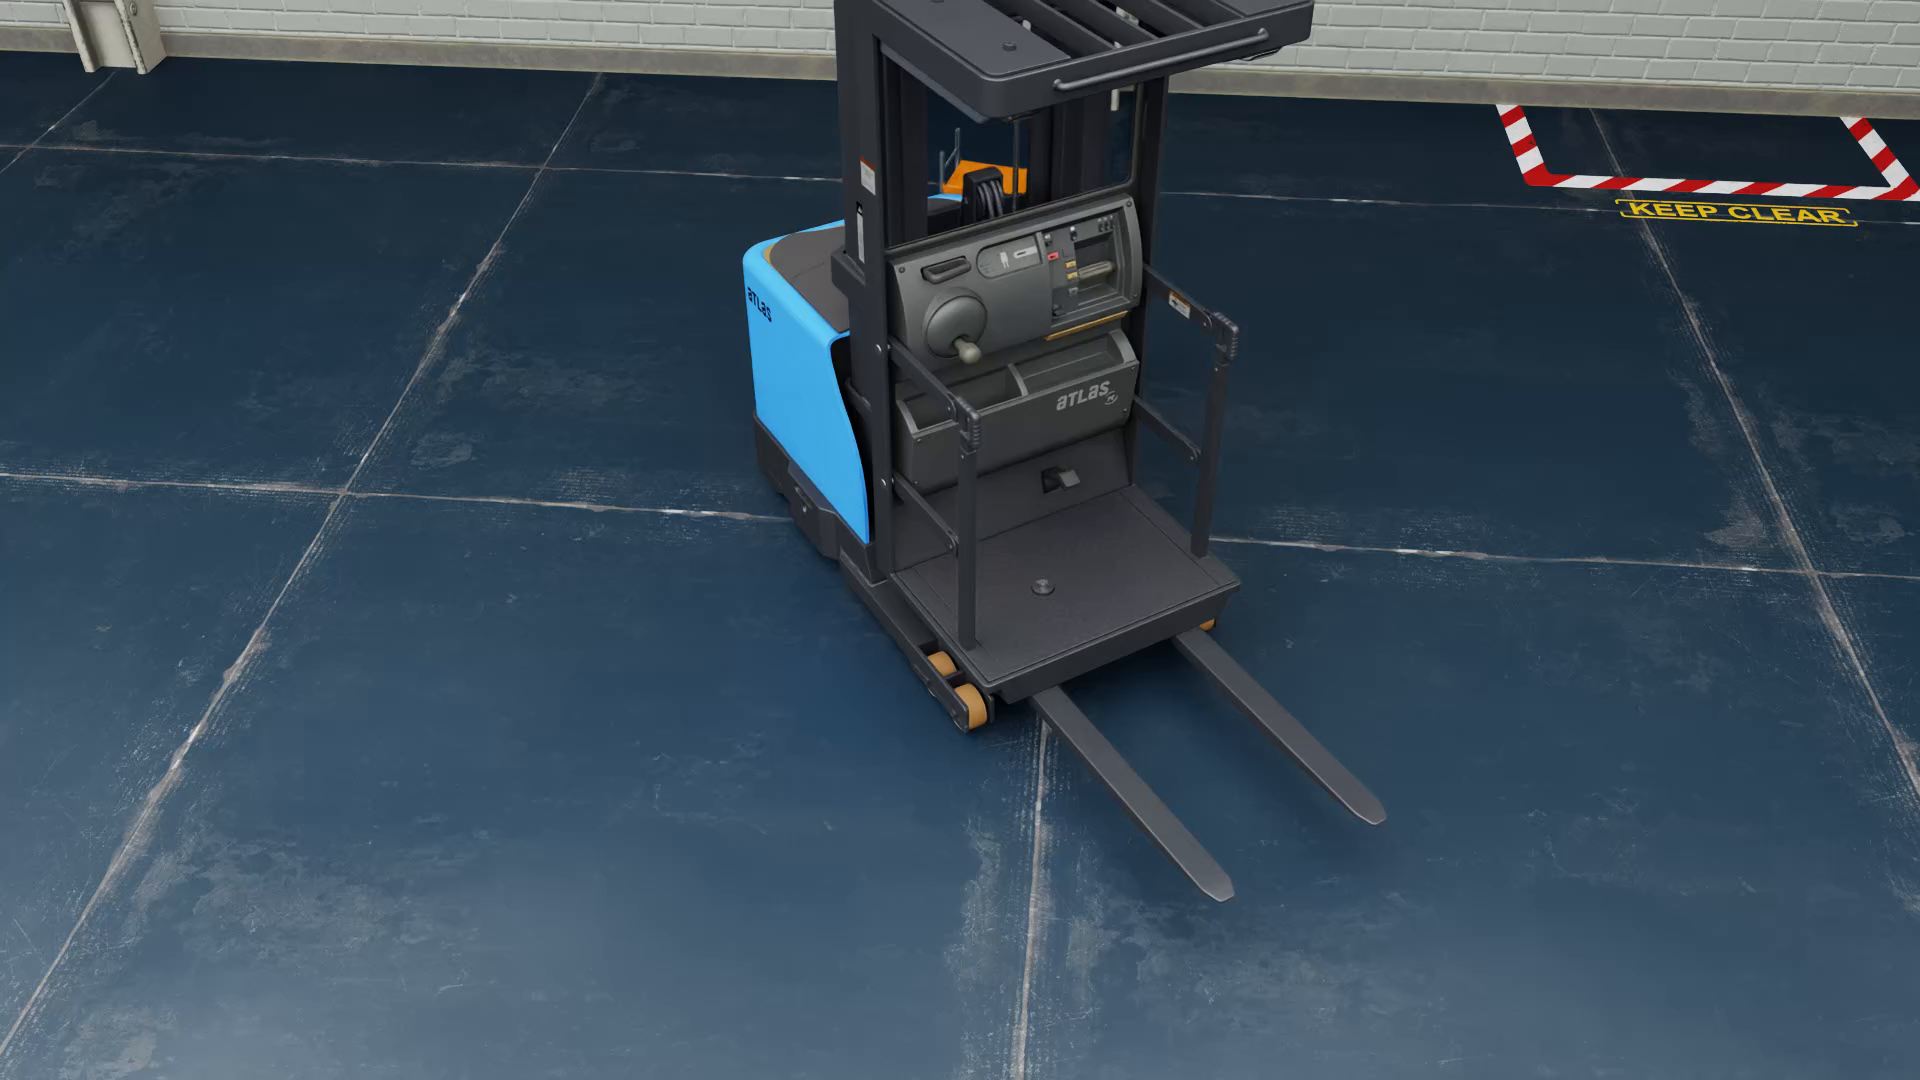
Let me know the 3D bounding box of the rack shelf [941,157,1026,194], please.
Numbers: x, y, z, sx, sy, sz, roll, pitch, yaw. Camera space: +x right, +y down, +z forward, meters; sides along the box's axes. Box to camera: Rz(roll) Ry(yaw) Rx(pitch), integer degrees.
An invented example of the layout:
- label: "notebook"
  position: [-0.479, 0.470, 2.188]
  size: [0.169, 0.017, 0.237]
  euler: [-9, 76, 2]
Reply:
- label: "rack shelf"
  position: [0.189, -1.448, 6.956]
  size: [0.480, 0.148, 0.258]
  euler: [11, 40, 13]

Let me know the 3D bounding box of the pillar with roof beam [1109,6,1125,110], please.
- label: "pillar with roof beam"
  position: [0.385, -3.448, 3.858]
  size: [0.400, 9.000, 9.100]
  euler: [3, 39, 4]

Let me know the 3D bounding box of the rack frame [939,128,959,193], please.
- label: "rack frame"
  position: [-0.045, -1.189, 7.260]
  size: [0.015, 1.200, 0.240]
  euler: [11, 40, 13]

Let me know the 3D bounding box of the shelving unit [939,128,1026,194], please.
- label: "shelving unit"
  position: [0.189, -1.144, 7.205]
  size: [0.503, 1.200, 0.258]
  euler: [11, 40, 13]

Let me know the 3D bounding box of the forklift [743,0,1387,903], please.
- label: "forklift"
  position: [0.316, -0.795, 5.404]
  size: [1.130, 2.935, 3.031]
  euler: [-20, 43, -23]

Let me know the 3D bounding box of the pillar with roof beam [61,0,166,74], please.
- label: "pillar with roof beam"
  position: [-5.593, -3.775, 4.260]
  size: [0.400, 9.000, 9.100]
  euler: [3, 39, 4]
